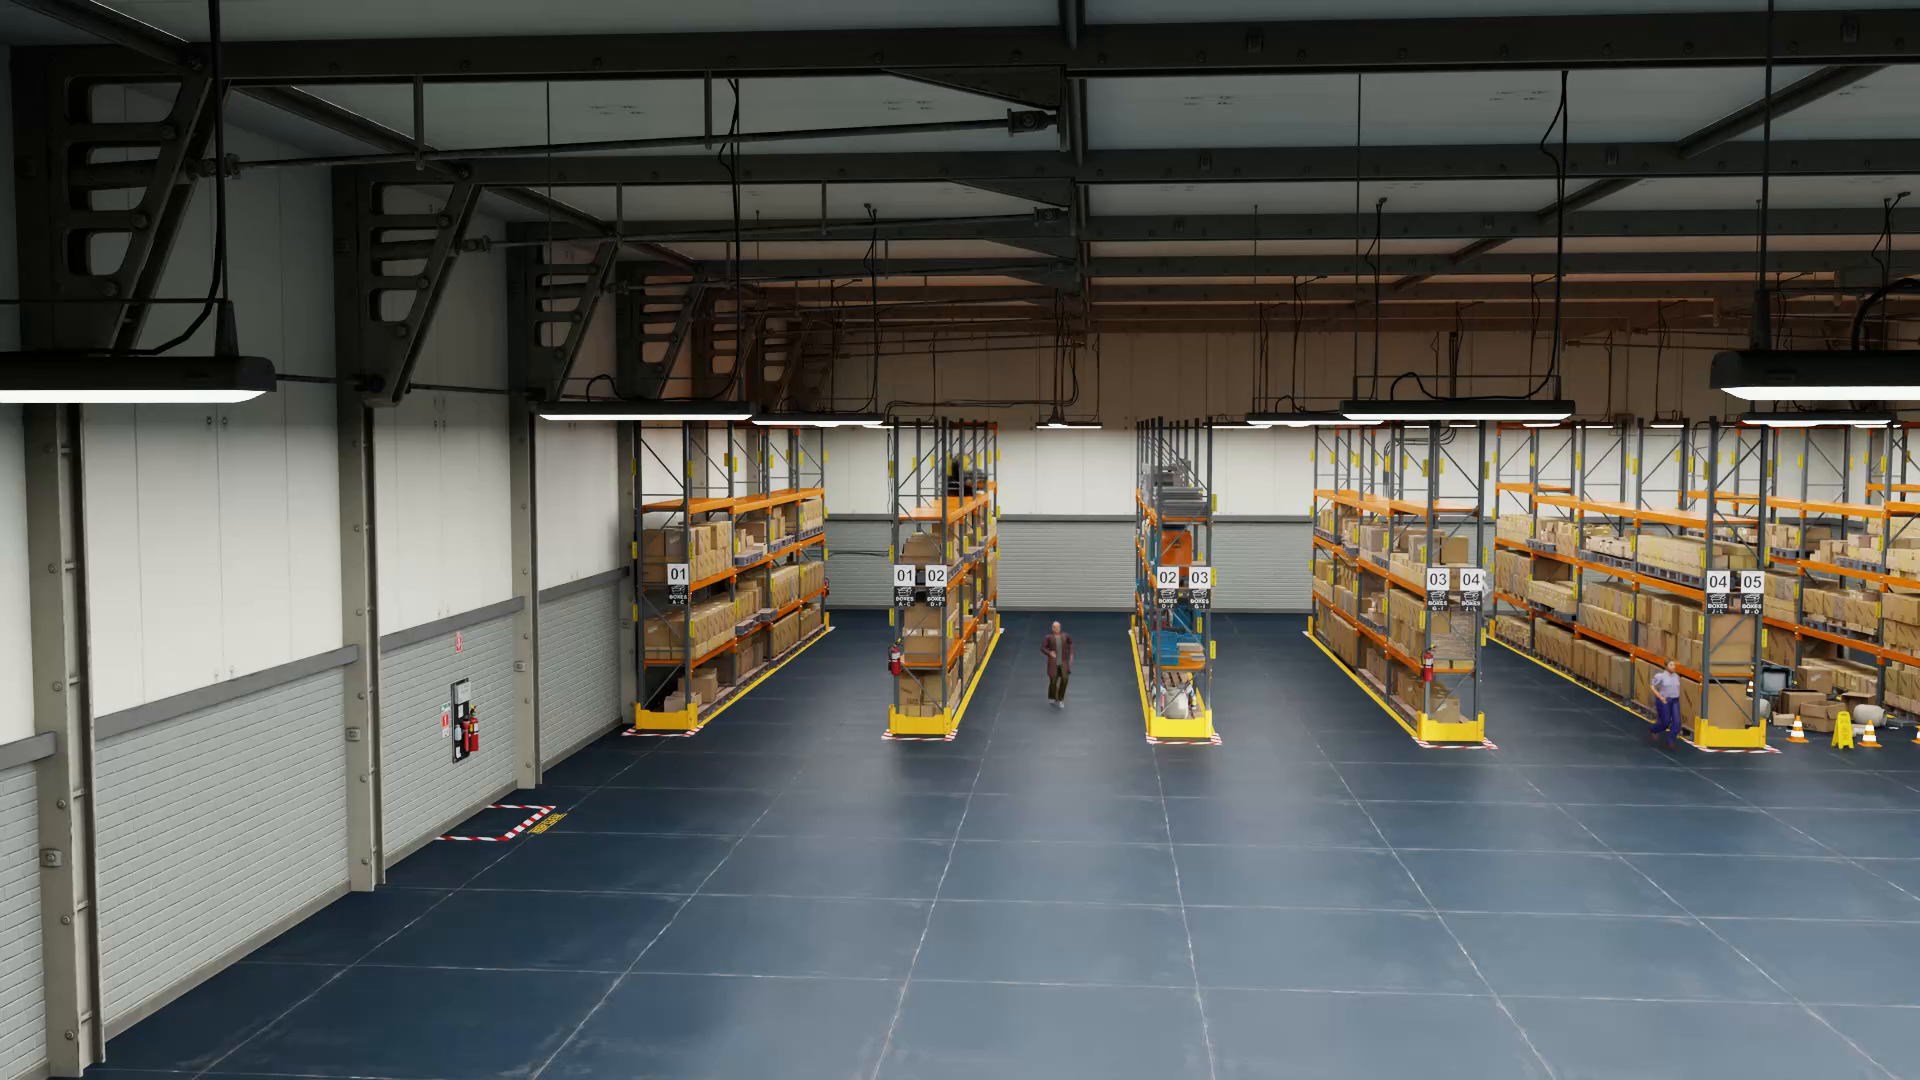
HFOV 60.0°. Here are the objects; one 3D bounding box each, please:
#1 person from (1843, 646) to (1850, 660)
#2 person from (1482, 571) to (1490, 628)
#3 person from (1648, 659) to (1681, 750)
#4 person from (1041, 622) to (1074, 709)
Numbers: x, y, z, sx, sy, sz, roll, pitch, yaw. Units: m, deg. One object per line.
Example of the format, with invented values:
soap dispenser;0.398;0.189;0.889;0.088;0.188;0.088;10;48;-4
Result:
person;21.712;2.175;41.004;0.711;1.766;0.688;1;4;9
person;14.775;1.735;47.518;0.924;1.725;0.722;0;4;-1
person;12.814;2.963;30.090;0.624;1.601;0.681;-1;4;-11
person;2.031;2.598;34.515;0.720;1.809;0.794;0;4;-3
